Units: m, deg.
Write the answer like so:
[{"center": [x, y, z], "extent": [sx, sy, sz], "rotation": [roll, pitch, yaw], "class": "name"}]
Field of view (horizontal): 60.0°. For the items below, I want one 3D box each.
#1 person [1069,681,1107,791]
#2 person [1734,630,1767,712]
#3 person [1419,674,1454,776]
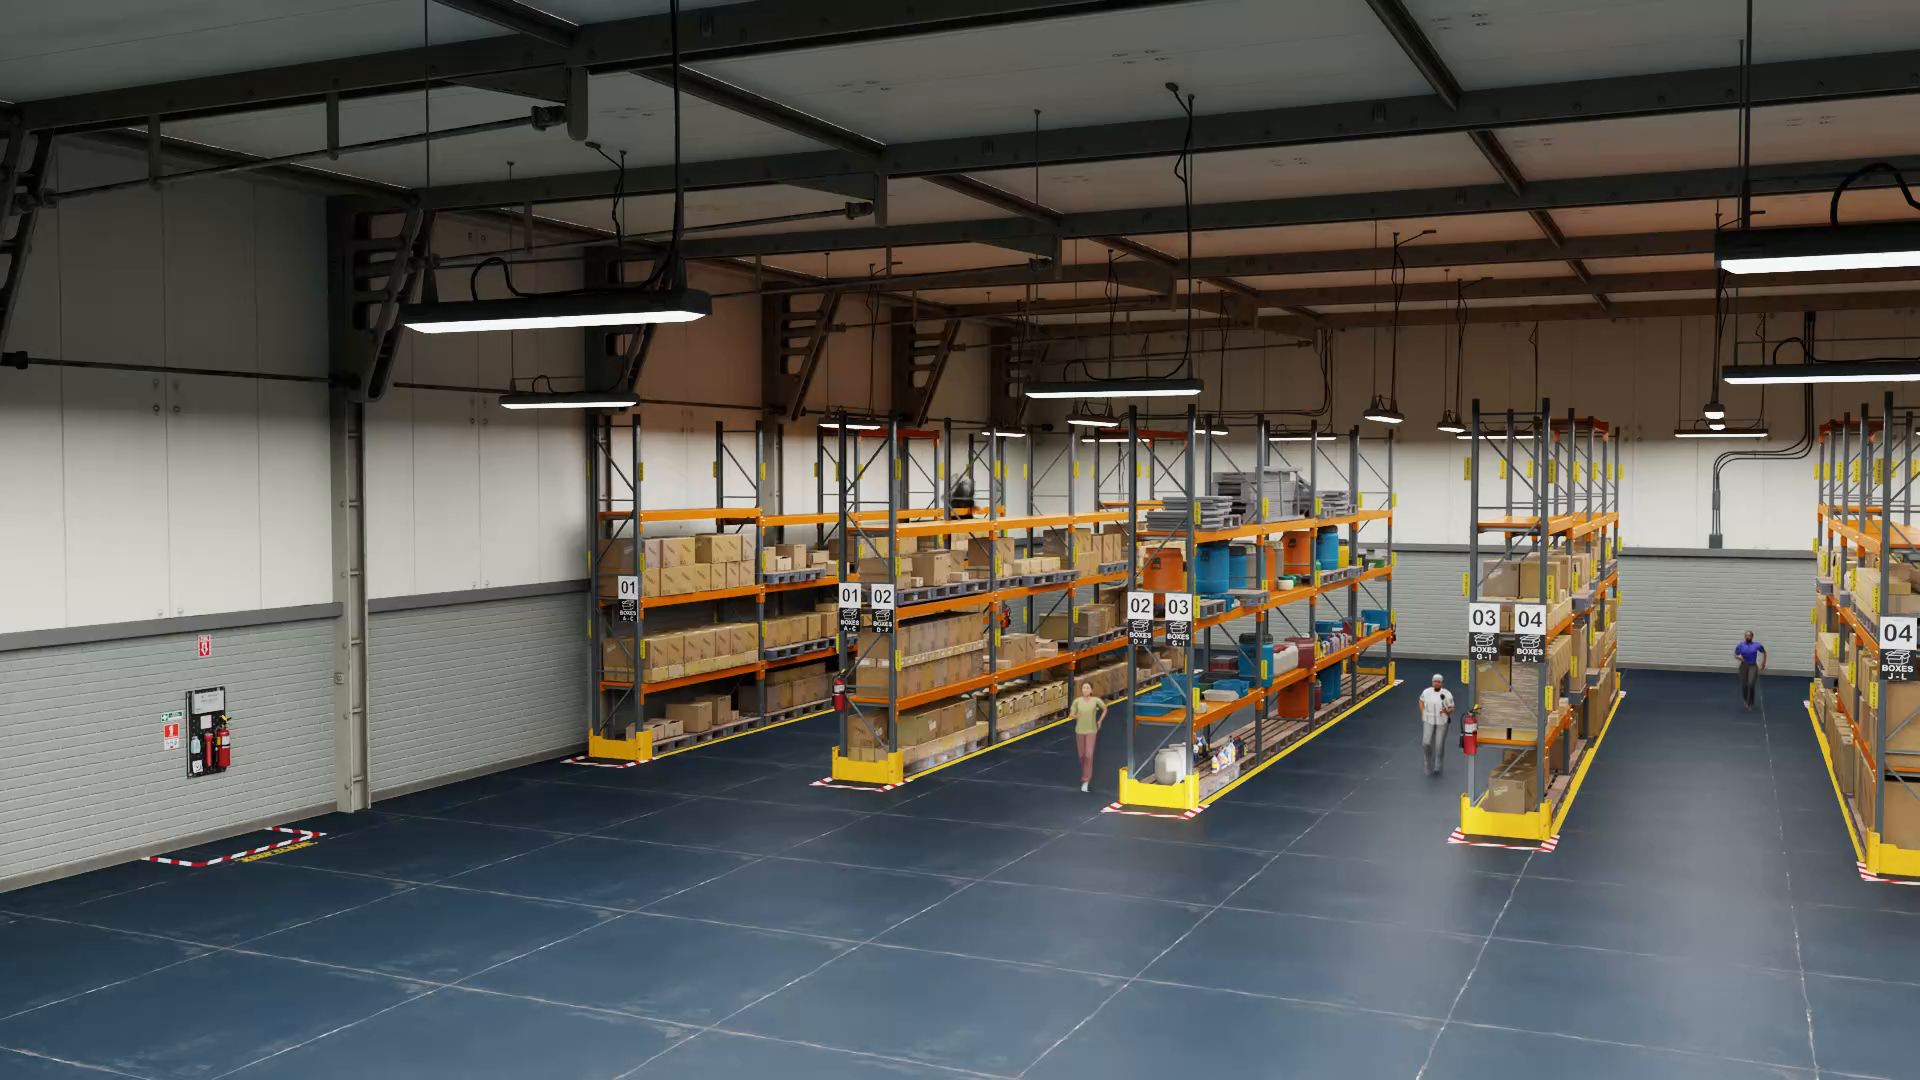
[{"center": [1.996, 3.056, 26.224], "extent": [0.578, 1.672, 0.912], "rotation": [1, 2, 17], "class": "person"}, {"center": [16.566, 2.756, 34.897], "extent": [0.592, 1.733, 0.750], "rotation": [2, 3, 36], "class": "person"}, {"center": [7.853, 3.057, 27.442], "extent": [0.579, 1.695, 0.694], "rotation": [1, 2, 20], "class": "person"}]
